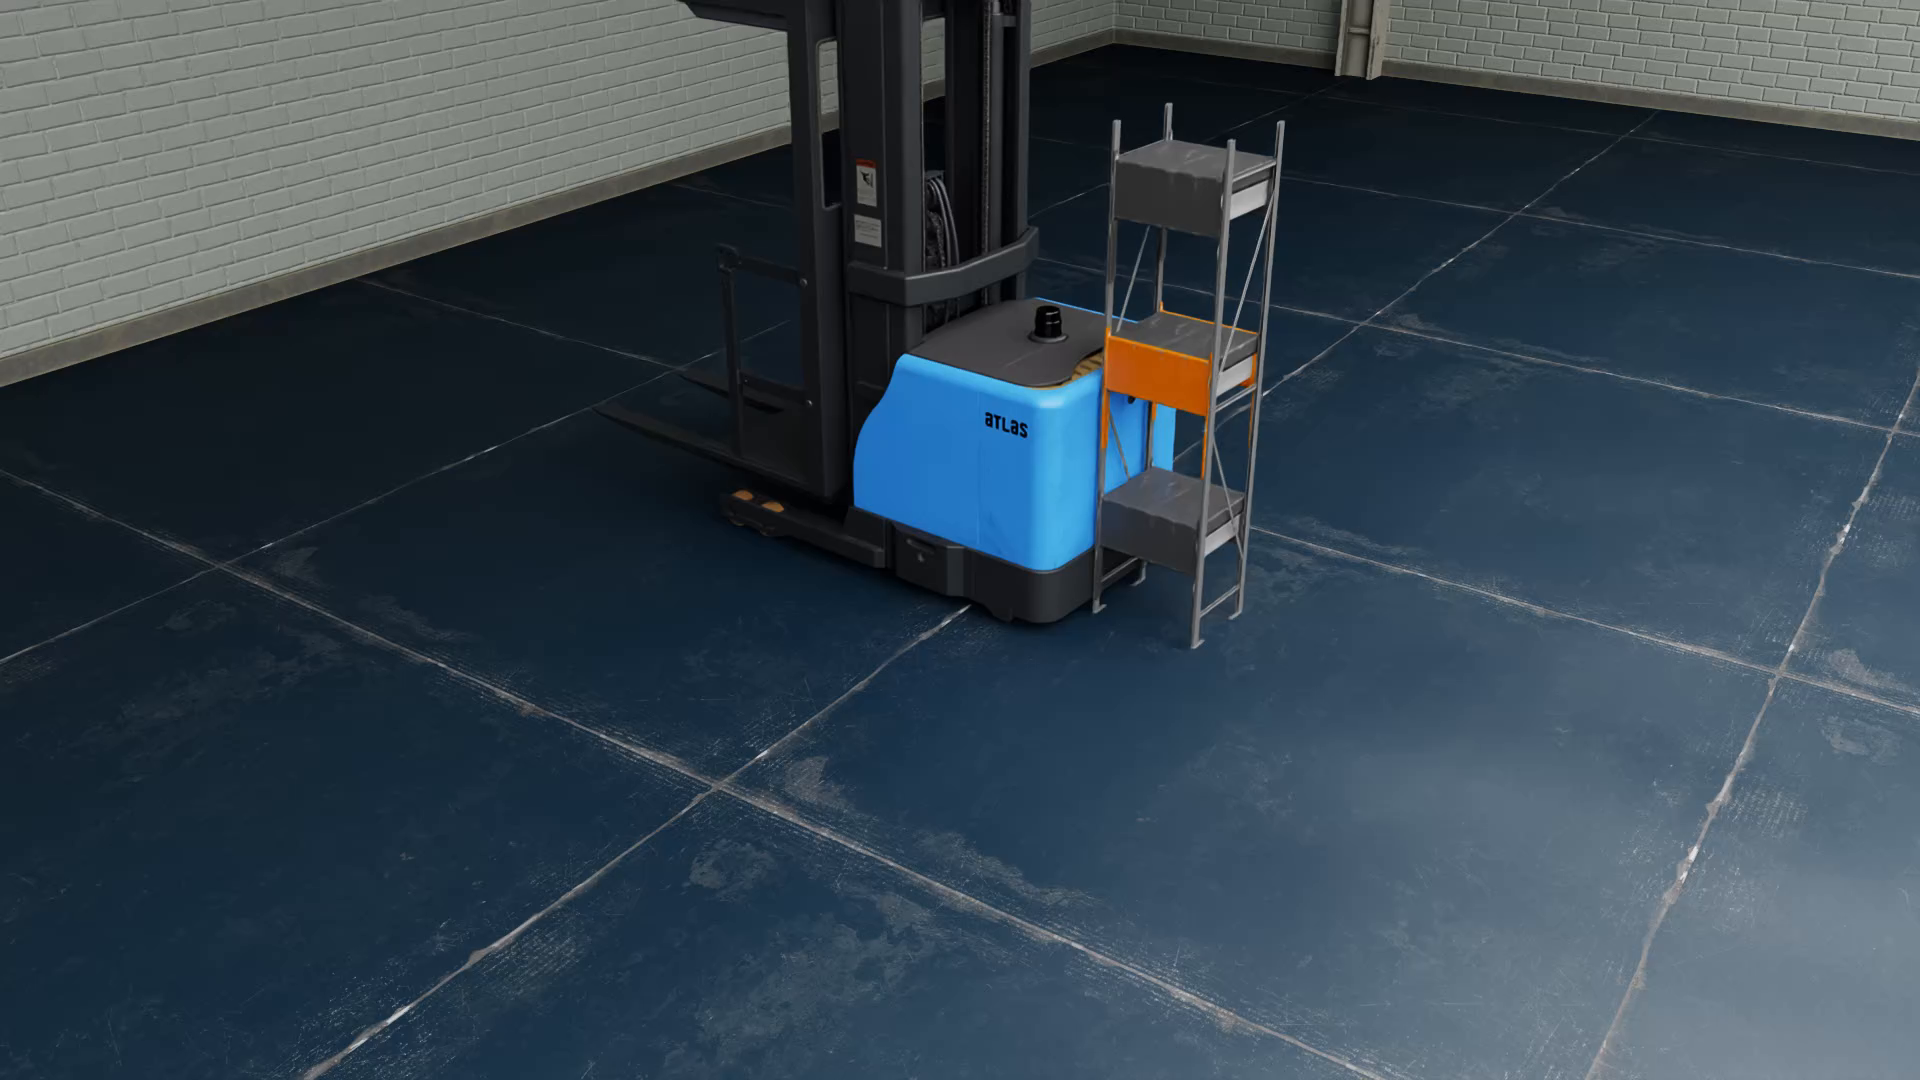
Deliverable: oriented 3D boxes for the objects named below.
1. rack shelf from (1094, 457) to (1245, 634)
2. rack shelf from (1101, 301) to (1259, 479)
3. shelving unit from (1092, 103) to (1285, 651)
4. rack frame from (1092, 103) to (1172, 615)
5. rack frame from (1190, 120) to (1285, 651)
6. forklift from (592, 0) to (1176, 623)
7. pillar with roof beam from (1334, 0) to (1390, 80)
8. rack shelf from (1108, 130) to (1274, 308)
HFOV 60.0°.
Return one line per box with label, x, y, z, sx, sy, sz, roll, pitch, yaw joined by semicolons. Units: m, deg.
rack shelf;0.887;0.015;6.979;0.480;0.518;0.431;20;33;33
rack shelf;0.887;-0.609;6.661;0.480;0.518;0.431;20;33;33
shelving unit;0.887;-0.621;6.655;0.503;2.100;0.431;20;33;33
rack frame;0.695;-0.689;6.789;0.015;2.100;0.400;20;33;33
rack frame;1.079;-0.552;6.521;0.015;2.100;0.400;20;33;33
forklift;-0.509;-1.488;7.442;3.031;2.935;1.130;20;33;33
pillar with roof beam;1.679;-7.210;11.996;0.400;9.000;9.100;17;32;30
rack shelf;0.887;-1.233;6.344;0.480;0.518;0.431;20;33;33
